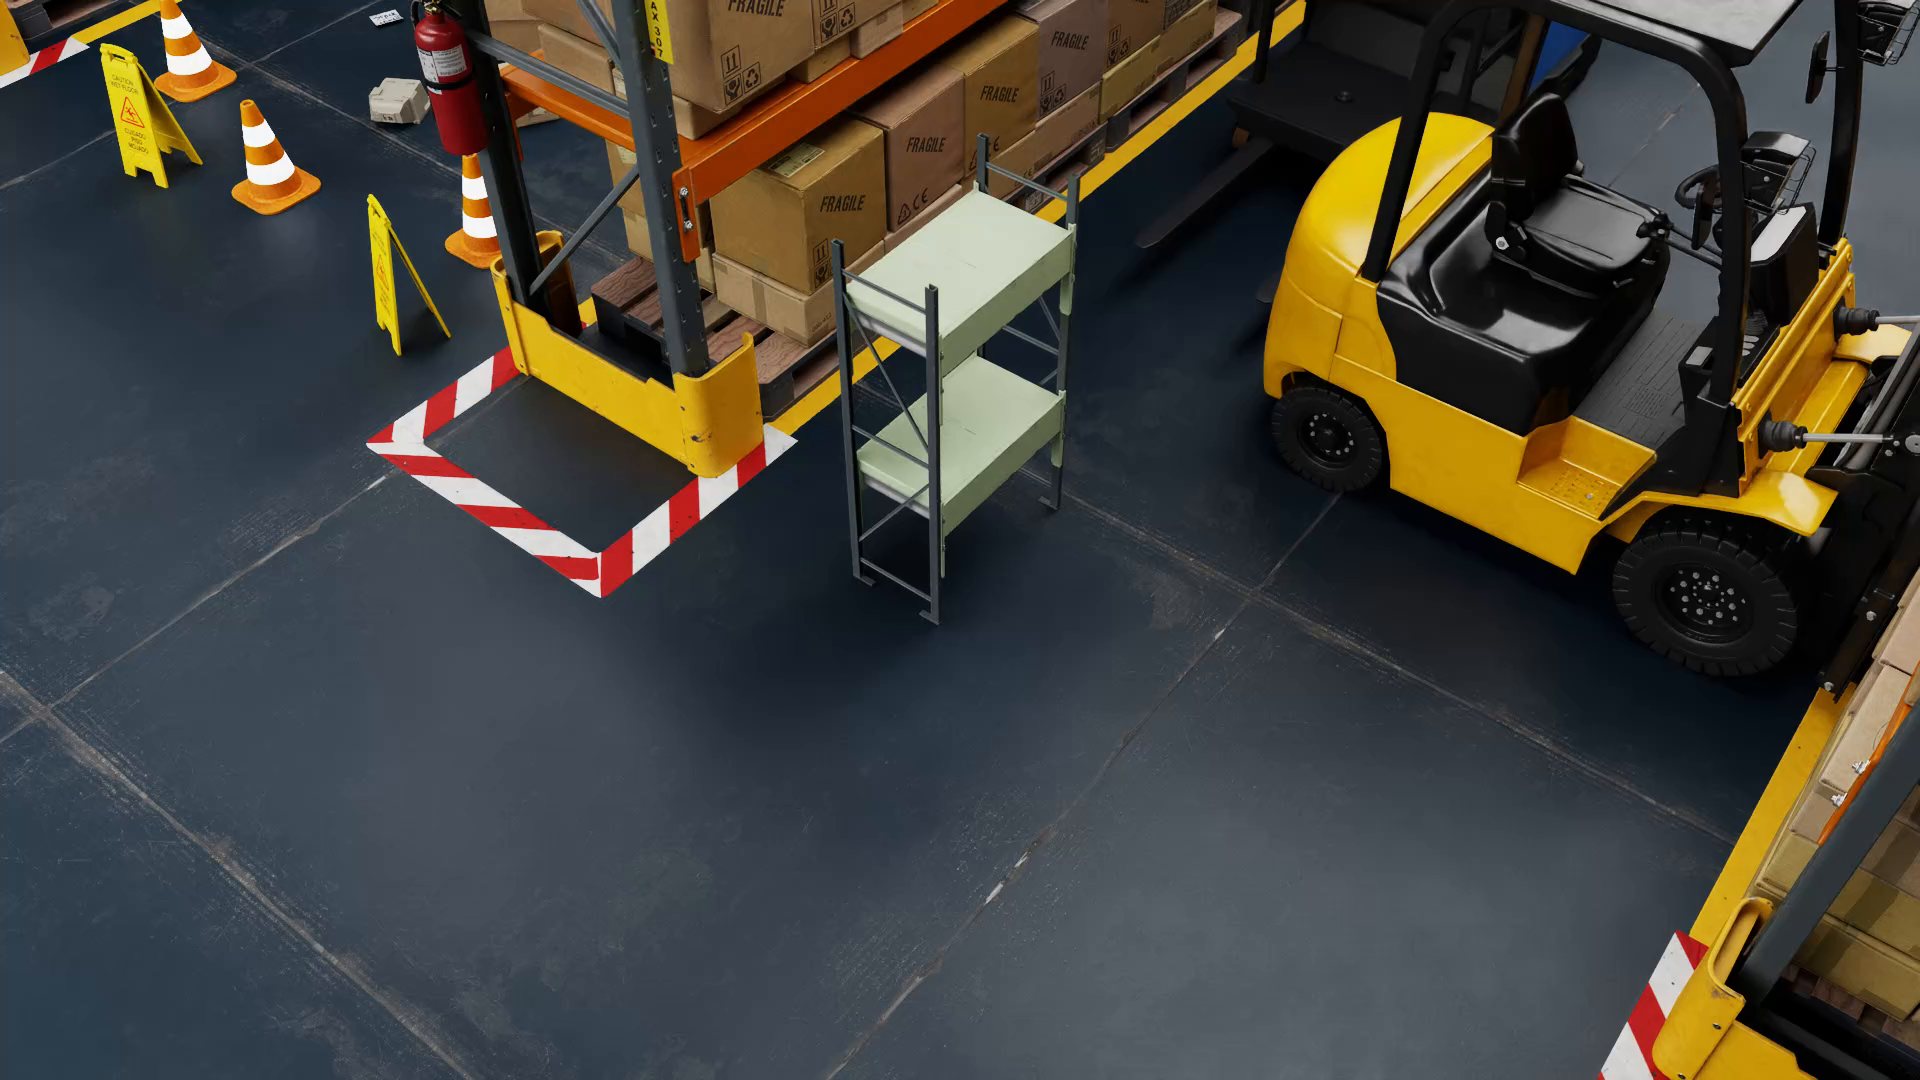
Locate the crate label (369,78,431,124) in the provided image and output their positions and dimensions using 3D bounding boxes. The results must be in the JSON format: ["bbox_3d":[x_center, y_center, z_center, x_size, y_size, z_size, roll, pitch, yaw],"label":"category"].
[{"bbox_3d":[-2.782,-2.171,8.230,0.250,0.136,0.298,6,47,5],"label":"crate label"}]

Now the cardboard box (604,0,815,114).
[{"bbox_3d":[-0.860,-1.856,5.674,0.500,0.500,0.500,28,53,24],"label":"cardboard box"}]

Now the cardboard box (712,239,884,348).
[{"bbox_3d":[-0.657,-1.105,6.842,0.500,0.250,0.500,29,53,25],"label":"cardboard box"}]

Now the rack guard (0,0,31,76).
[{"bbox_3d":[-5.363,-2.824,8.602,1.175,0.500,0.348,29,53,25],"label":"rack guard"}]

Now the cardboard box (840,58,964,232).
[{"bbox_3d":[-0.327,-1.679,6.872,0.500,0.500,0.500,27,52,24],"label":"cardboard box"}]

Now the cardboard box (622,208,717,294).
[{"bbox_3d":[-1.073,-1.361,7.087,0.500,0.250,0.500,29,53,25],"label":"cardboard box"}]

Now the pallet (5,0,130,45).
[{"bbox_3d":[-4.921,-3.230,9.189,1.003,0.211,1.213,29,53,25],"label":"pallet"}]

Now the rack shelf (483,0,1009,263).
[{"bbox_3d":[-0.146,-2.466,7.029,1.077,0.370,4.000,29,53,25],"label":"rack shelf"}]

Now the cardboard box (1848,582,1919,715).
[{"bbox_3d":[2.903,0.385,4.727,0.500,0.250,0.500,30,53,26],"label":"cardboard box"}]

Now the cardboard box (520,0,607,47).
[{"bbox_3d":[-1.255,-2.140,5.945,0.500,0.500,0.500,28,53,24],"label":"cardboard box"}]

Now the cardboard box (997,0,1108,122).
[{"bbox_3d":[0.307,-2.272,7.439,0.500,0.500,0.500,32,54,27],"label":"cardboard box"}]

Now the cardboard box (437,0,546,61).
[{"bbox_3d":[-2.298,-2.832,8.608,0.797,0.503,0.637,-2,46,-2],"label":"cardboard box"}]

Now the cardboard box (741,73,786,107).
[{"bbox_3d":[-0.854,-1.737,6.009,0.380,0.149,0.250,30,53,26],"label":"cardboard box"}]

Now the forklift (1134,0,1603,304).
[{"bbox_3d":[1.950,-2.842,6.938,1.130,2.935,3.031,30,53,25],"label":"forklift"}]

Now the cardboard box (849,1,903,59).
[{"bbox_3d":[-0.436,-1.978,6.239,0.380,0.149,0.250,30,53,26],"label":"cardboard box"}]

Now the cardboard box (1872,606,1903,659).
[{"bbox_3d":[3.226,0.250,5.202,0.500,0.250,0.500,28,52,24],"label":"cardboard box"}]

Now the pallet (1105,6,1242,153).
[{"bbox_3d":[0.694,-2.496,8.488,1.003,0.211,1.213,29,53,25],"label":"pallet"}]

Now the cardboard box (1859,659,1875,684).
[{"bbox_3d":[3.223,0.455,5.352,0.500,0.250,0.500,30,53,25],"label":"cardboard box"}]

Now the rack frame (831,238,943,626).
[{"bbox_3d":[-0.228,-0.305,5.504,0.400,1.500,0.023,29,53,25],"label":"rack frame"}]

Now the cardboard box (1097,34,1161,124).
[{"bbox_3d":[0.610,-2.288,7.973,0.500,0.250,0.500,28,52,24],"label":"cardboard box"}]

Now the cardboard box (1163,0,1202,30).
[{"bbox_3d":[0.927,-2.856,7.997,0.500,0.500,0.500,28,53,25],"label":"cardboard box"}]

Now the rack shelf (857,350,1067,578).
[{"bbox_3d":[-0.004,-0.289,5.940,0.431,0.370,0.720,29,53,25],"label":"rack shelf"}]

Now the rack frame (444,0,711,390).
[{"bbox_3d":[-1.369,-1.570,5.676,1.000,3.000,0.127,29,53,25],"label":"rack frame"}]

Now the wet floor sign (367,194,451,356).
[{"bbox_3d":[-2.332,-1.121,6.875,0.232,0.644,0.267,-25,51,-22],"label":"wet floor sign"}]

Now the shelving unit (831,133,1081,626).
[{"bbox_3d":[-0.004,-0.514,5.704,0.431,1.500,0.755,29,53,25],"label":"shelving unit"}]

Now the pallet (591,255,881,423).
[{"bbox_3d":[-0.798,-1.100,7.155,1.003,0.211,1.213,29,53,25],"label":"pallet"}]

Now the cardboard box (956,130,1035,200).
[{"bbox_3d":[-0.015,-1.712,7.422,0.500,0.250,0.500,33,54,27],"label":"cardboard box"}]

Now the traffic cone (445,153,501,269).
[{"bbox_3d":[-2.127,-1.510,7.373,0.336,0.463,0.334,29,53,25],"label":"traffic cone"}]

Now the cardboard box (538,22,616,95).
[{"bbox_3d":[-1.310,-1.792,6.061,0.380,0.149,0.250,31,54,26],"label":"cardboard box"}]

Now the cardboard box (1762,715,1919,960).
[{"bbox_3d":[2.611,0.837,4.641,0.500,0.250,0.500,29,53,25],"label":"cardboard box"}]

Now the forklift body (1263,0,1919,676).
[{"bbox_3d":[2.277,-0.977,5.695,2.313,2.155,1.214,29,53,25],"label":"forklift body"}]

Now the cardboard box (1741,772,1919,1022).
[{"bbox_3d":[2.598,1.018,4.814,0.500,0.250,0.500,30,53,25],"label":"cardboard box"}]

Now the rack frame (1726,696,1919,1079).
[{"bbox_3d":[2.561,0.622,3.582,1.000,3.000,0.127,29,53,25],"label":"rack frame"}]

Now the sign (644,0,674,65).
[{"bbox_3d":[-0.940,-1.630,5.134,0.100,0.325,0.005,29,53,25],"label":"sign"}]

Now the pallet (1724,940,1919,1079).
[{"bbox_3d":[2.996,1.129,5.025,1.003,0.211,1.213,29,53,25],"label":"pallet"}]
